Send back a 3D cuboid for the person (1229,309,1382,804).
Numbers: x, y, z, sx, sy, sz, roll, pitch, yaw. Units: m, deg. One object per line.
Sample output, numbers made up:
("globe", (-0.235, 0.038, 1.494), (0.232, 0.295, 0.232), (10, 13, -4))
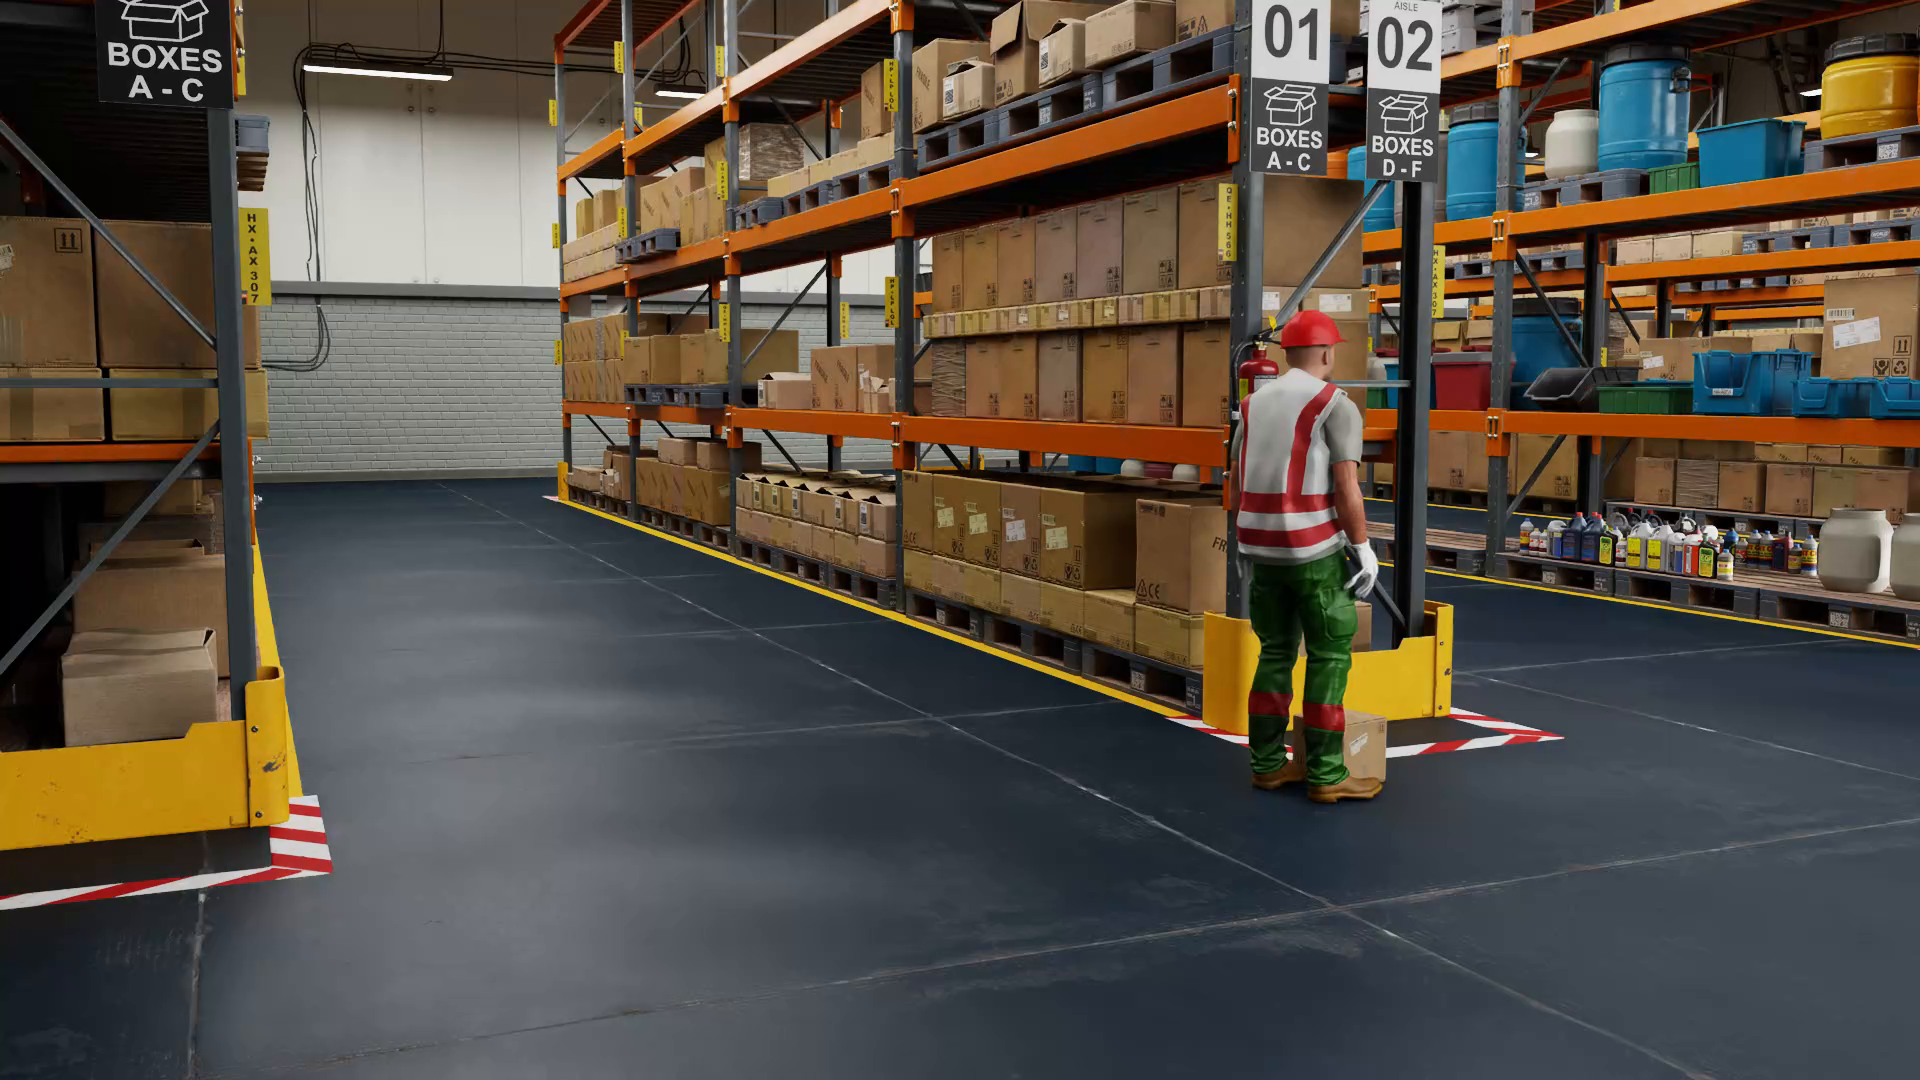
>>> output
("person", (1.260, 0.044, 6.139), (0.446, 1.780, 0.620), (-4, 7, -39))
